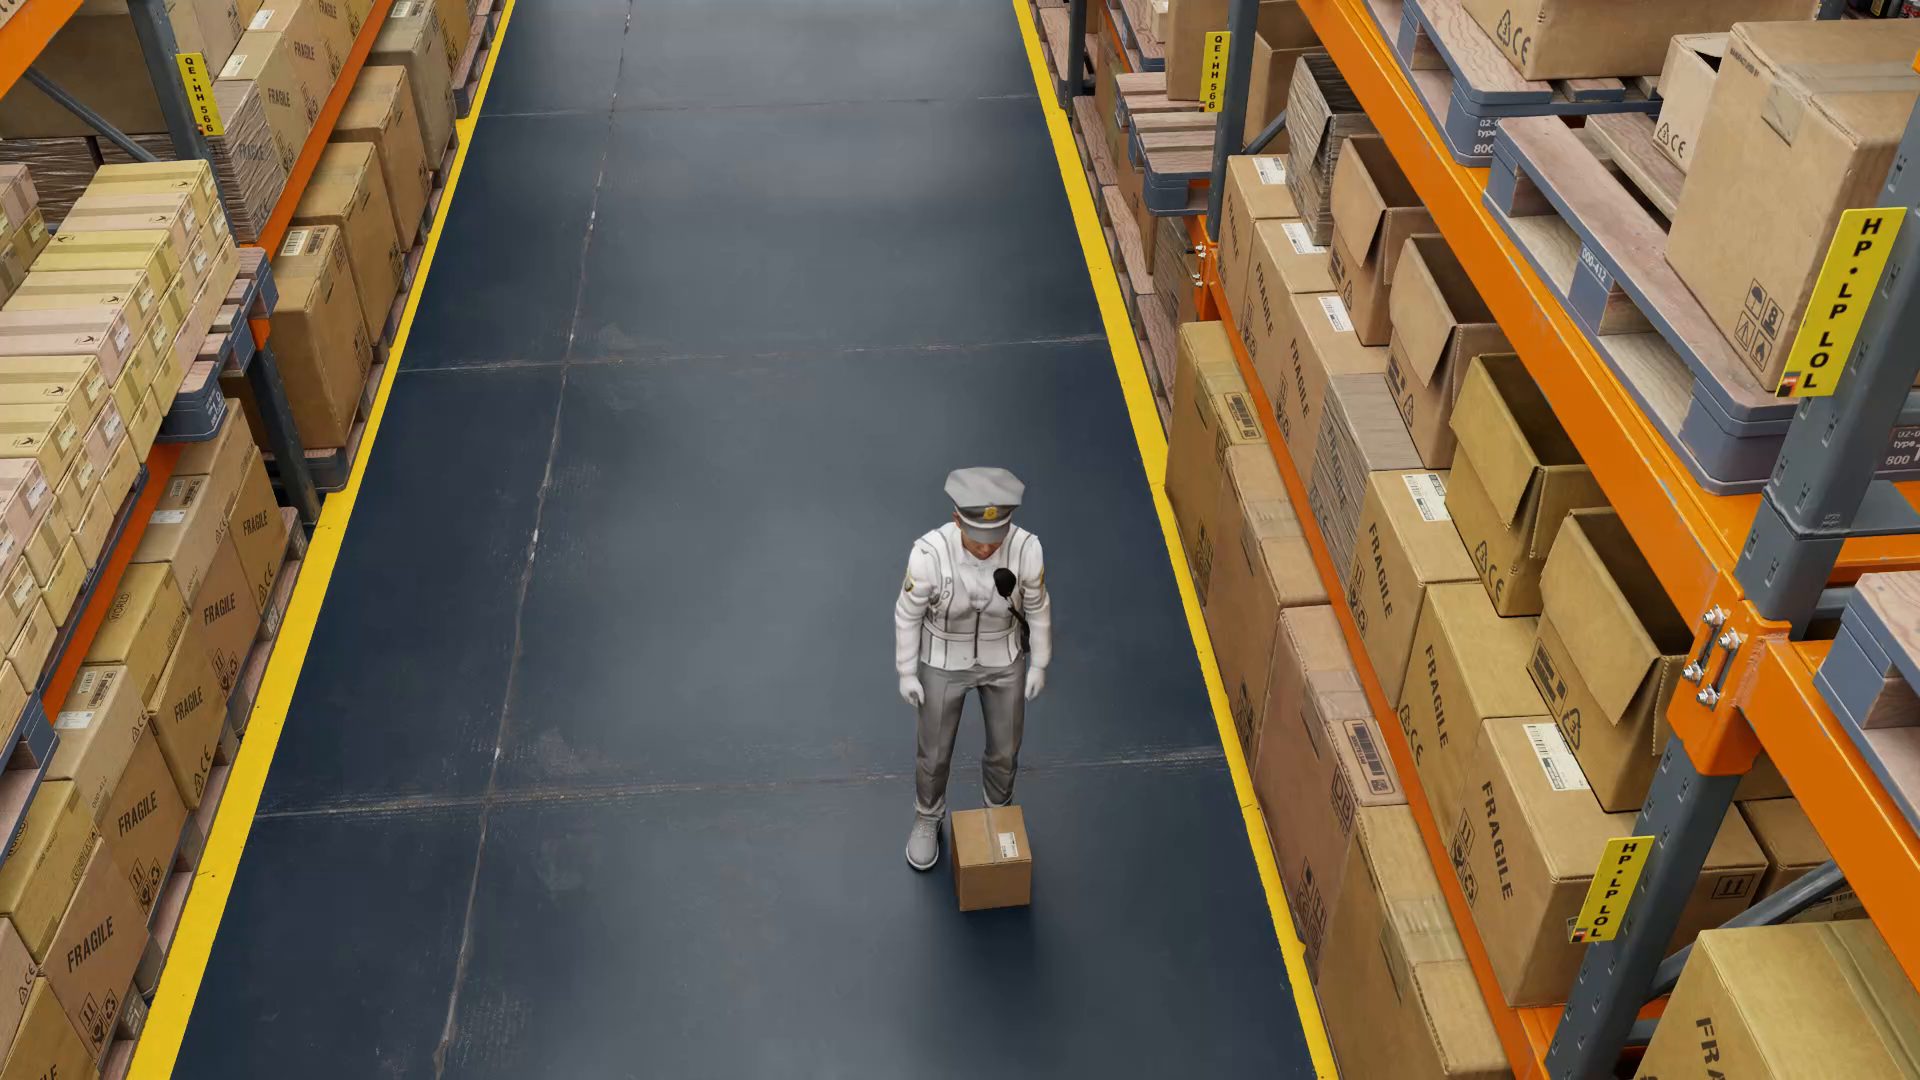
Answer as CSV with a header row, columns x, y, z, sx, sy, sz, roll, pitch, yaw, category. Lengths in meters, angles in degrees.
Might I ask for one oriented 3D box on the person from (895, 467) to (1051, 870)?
x,y,z,sx,sy,sz,roll,pitch,yaw,category
0.047,0.431,5.627,0.527,1.662,0.376,-4,40,-5,person
